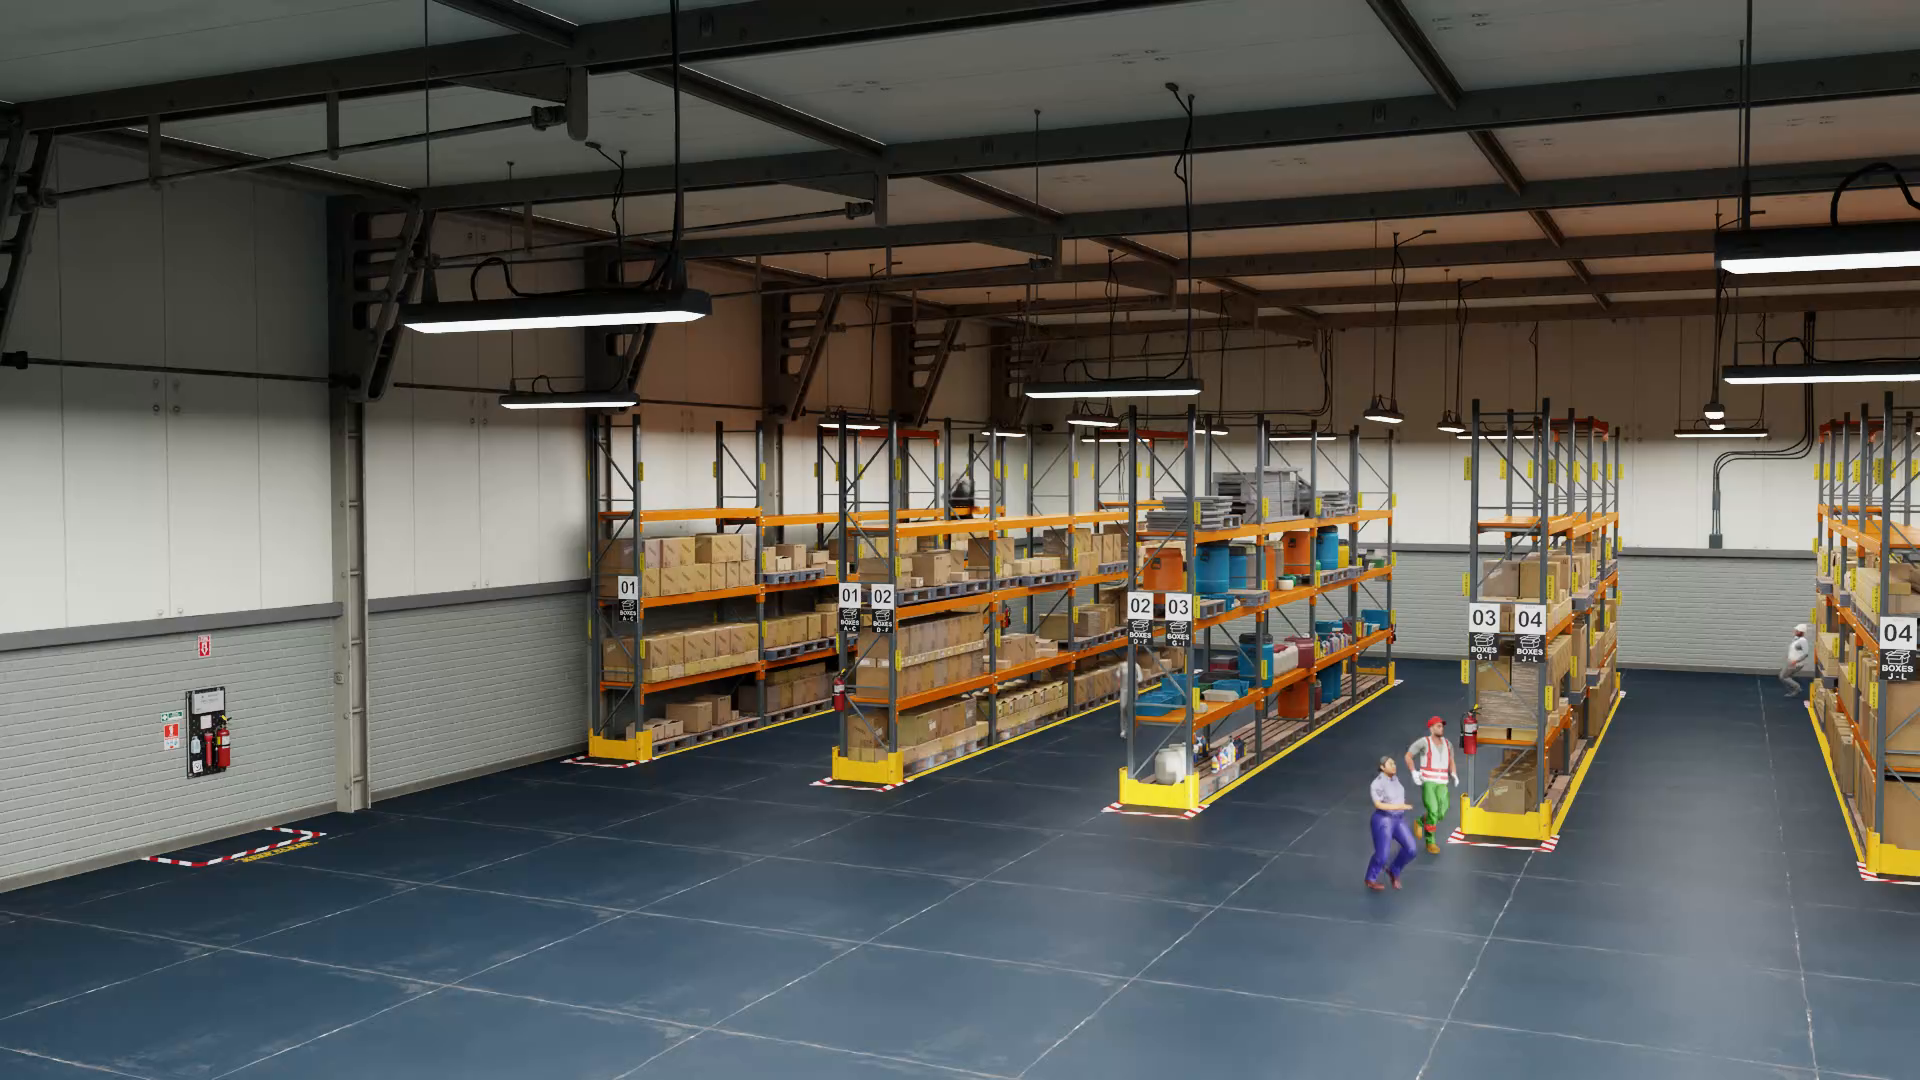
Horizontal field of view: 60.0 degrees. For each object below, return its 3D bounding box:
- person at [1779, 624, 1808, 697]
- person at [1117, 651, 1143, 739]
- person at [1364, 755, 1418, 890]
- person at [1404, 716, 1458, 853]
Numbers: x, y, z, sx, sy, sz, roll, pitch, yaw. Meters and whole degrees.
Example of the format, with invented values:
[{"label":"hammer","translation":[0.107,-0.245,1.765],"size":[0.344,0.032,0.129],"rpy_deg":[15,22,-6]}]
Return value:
[{"label":"person","translation":[18.377,2.667,36.671],"size":[0.566,1.671,0.747],"rpy_deg":[1,3,28]},{"label":"person","translation":[3.202,2.903,31.442],"size":[0.528,1.640,0.768],"rpy_deg":[1,2,13]},{"label":"person","translation":[5.124,3.382,19.751],"size":[0.599,1.627,0.658],"rpy_deg":[-2,3,-35]},{"label":"person","translation":[6.291,3.229,22.104],"size":[0.702,1.755,0.660],"rpy_deg":[-1,2,-14]}]
